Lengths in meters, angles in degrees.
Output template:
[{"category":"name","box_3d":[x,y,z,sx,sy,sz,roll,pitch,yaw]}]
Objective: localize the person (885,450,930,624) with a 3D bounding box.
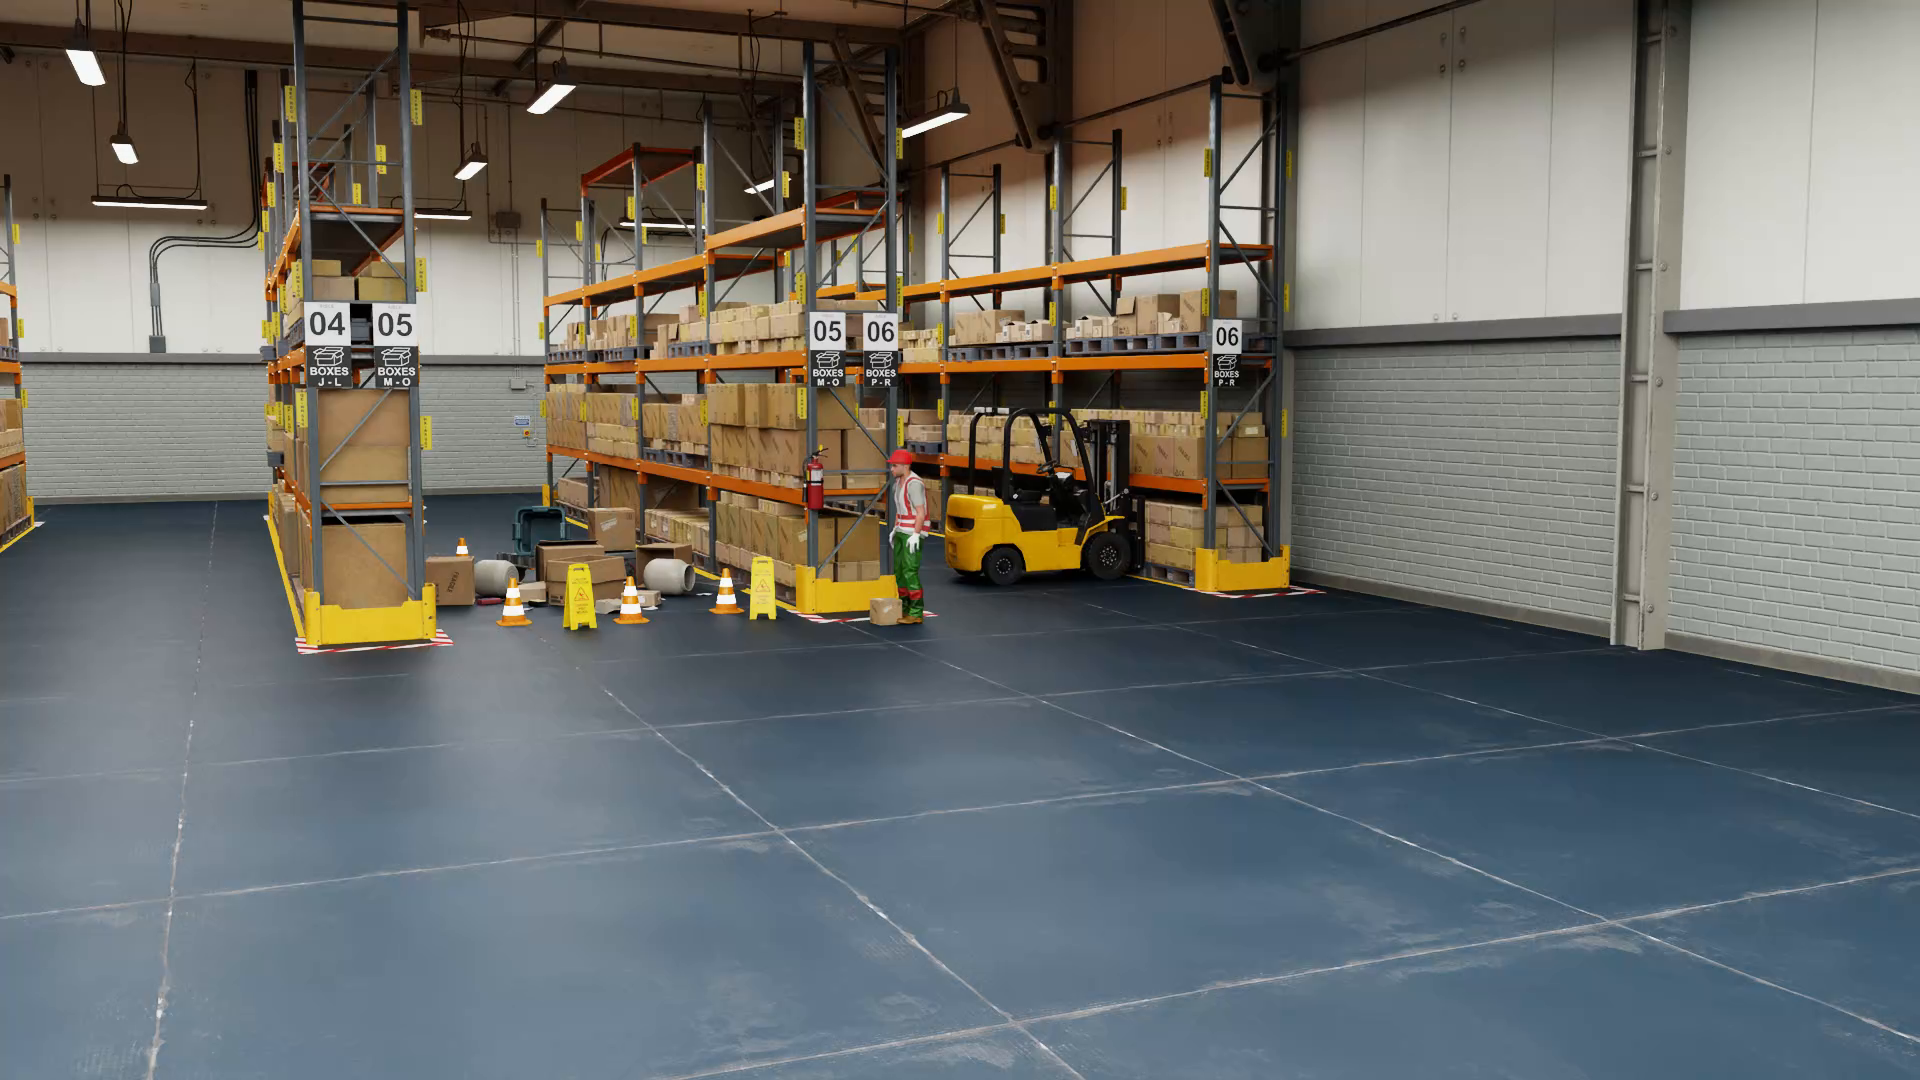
[{"category":"person","box_3d":[-0.553,-0.039,17.036,0.454,1.779,0.610,-2,6,-24]}]
